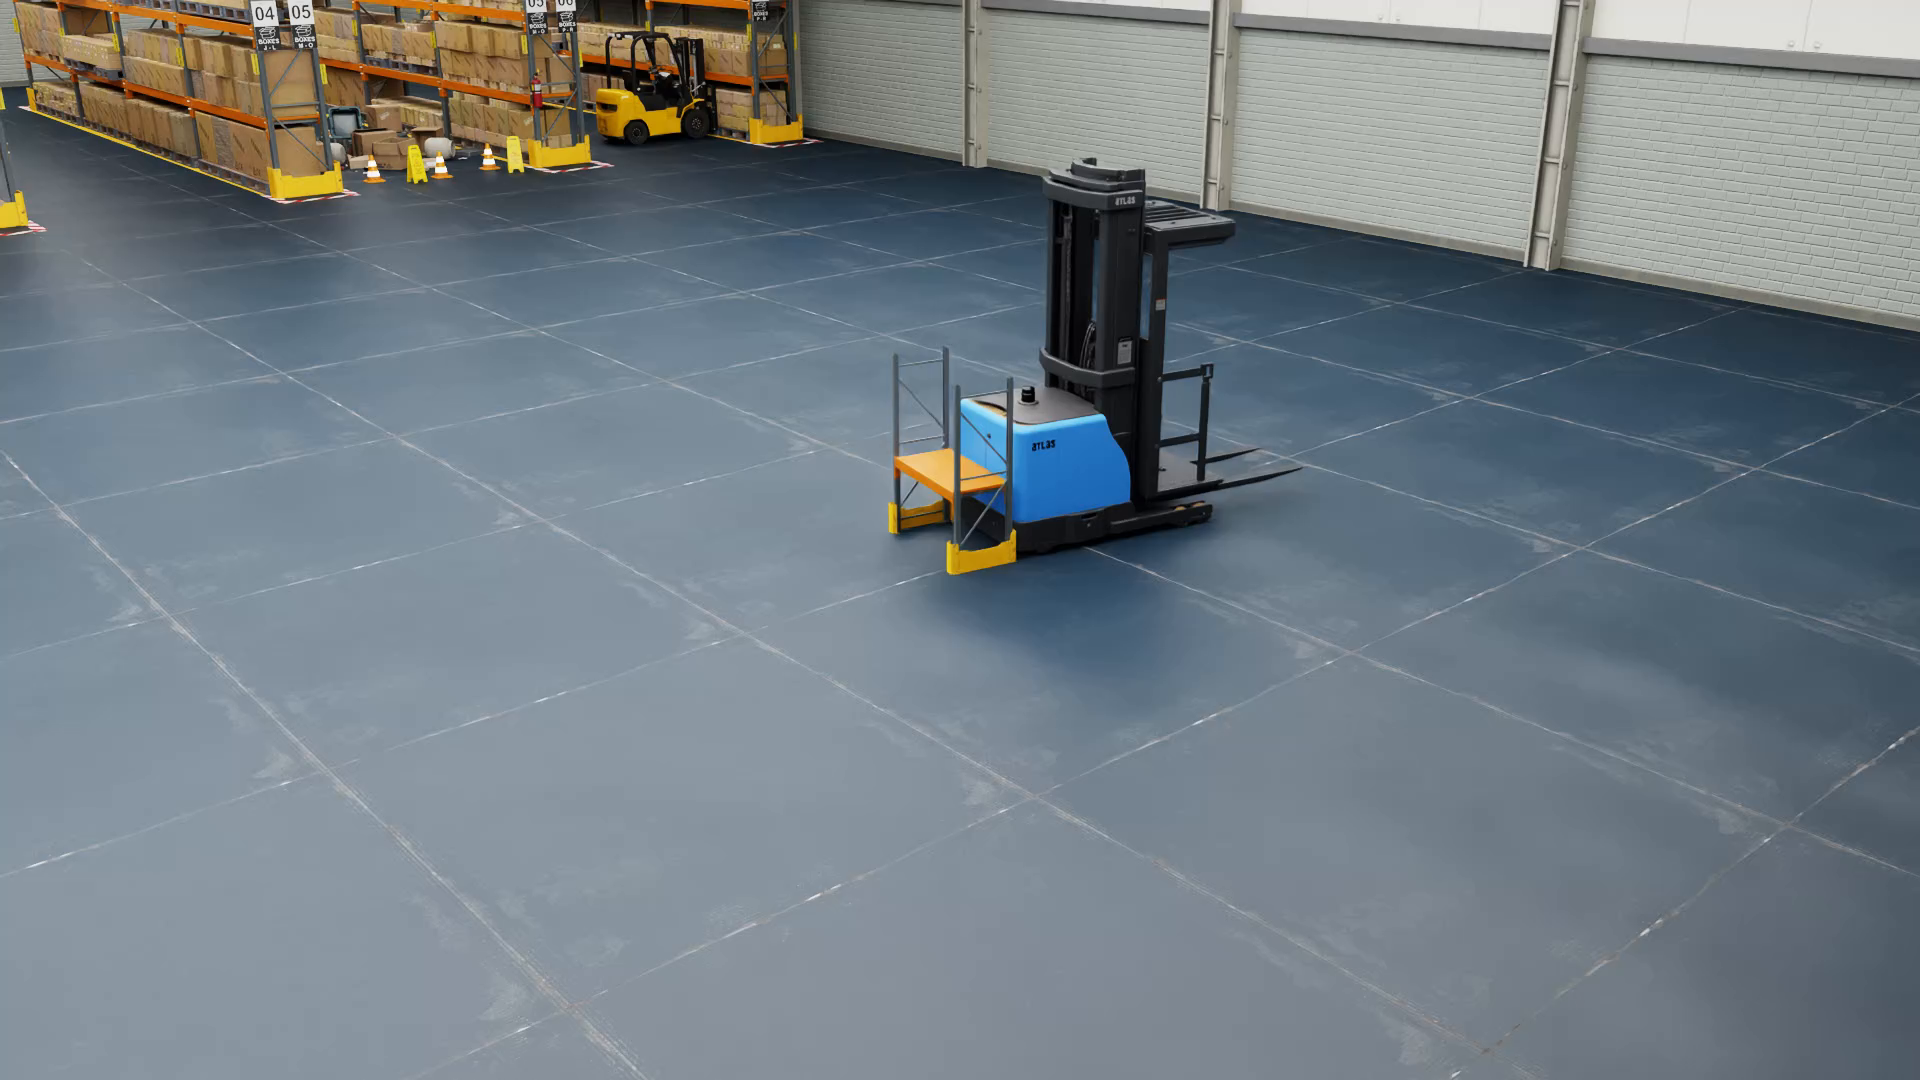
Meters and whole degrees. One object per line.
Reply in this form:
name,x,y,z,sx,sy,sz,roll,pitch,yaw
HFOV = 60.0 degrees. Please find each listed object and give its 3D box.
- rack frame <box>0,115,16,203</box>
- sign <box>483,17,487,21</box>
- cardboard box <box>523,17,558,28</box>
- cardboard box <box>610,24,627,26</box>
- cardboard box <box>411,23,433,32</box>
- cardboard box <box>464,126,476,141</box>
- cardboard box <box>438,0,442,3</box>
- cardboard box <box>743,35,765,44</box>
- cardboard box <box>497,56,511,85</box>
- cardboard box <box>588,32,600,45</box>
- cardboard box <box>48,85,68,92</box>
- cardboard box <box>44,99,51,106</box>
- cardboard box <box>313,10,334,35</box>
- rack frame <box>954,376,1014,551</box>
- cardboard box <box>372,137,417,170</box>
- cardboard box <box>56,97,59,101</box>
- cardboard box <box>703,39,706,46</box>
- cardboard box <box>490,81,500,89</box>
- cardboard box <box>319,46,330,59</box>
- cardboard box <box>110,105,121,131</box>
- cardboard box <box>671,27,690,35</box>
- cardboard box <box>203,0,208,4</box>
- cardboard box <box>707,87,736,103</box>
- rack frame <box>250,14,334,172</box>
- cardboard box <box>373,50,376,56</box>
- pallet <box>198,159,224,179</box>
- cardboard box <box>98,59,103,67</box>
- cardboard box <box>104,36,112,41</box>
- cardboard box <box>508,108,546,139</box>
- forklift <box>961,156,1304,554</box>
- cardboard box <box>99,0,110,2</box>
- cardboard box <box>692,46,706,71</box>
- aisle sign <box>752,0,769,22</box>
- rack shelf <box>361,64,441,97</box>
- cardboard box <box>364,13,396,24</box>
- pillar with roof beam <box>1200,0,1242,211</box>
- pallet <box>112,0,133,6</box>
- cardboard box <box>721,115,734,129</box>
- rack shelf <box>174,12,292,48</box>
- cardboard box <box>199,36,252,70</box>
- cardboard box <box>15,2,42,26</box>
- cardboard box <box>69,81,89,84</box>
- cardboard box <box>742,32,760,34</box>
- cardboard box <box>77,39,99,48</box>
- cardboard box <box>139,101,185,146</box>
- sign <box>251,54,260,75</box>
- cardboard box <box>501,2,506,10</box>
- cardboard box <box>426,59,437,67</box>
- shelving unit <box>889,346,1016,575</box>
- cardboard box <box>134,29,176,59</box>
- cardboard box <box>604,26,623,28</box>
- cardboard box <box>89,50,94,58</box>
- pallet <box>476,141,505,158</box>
rack frame,-15.119,-6.233,25.286,1.000,3.000,0.127,-17,27,-37
sign,-12.093,-13.362,42.300,0.100,0.325,0.005,-17,27,-37
cardboard box,-10.282,-12.636,40.915,0.797,0.503,0.637,-18,28,-39
cardboard box,-8.007,-12.019,39.030,0.380,0.149,0.250,-18,27,-38
cardboard box,-11.155,-10.641,34.530,0.380,0.149,0.250,-18,28,-39
cardboard box,-9.685,-8.241,33.605,0.500,0.250,0.500,-16,26,-34
cardboard box,-10.205,-10.831,33.257,0.380,0.149,0.250,-18,28,-38
cardboard box,-4.247,-10.311,34.262,0.380,0.149,0.250,-17,27,-37
cardboard box,-8.498,-9.001,31.808,0.500,0.500,0.500,-17,27,-37
cardboard box,-8.318,-11.680,38.712,0.500,0.250,0.500,-18,28,-39
cardboard box,-20.918,-10.451,38.571,0.380,0.149,0.250,-16,27,-35
cardboard box,-21.156,-10.237,38.842,0.380,0.149,0.250,-17,27,-37
cardboard box,-14.697,-11.957,38.391,0.500,0.500,0.500,-18,28,-39
rack frame,0.178,-0.485,12.664,0.500,1.500,0.032,-11,24,-27
cardboard box,-10.676,-7.313,31.465,0.637,0.503,0.797,3,22,9
cardboard box,-20.691,-10.259,38.490,0.380,0.149,0.250,-16,26,-35
cardboard box,-5.243,-10.592,35.387,0.380,0.149,0.250,-18,27,-38
cardboard box,-8.906,-8.865,32.348,0.380,0.149,0.250,-18,28,-38
cardboard box,-14.377,-11.225,38.237,0.500,0.250,0.500,-18,28,-38
cardboard box,-17.482,-8.892,34.925,0.500,0.500,0.500,-16,27,-35
cardboard box,-6.069,-11.090,36.250,0.380,0.149,0.250,-18,28,-38
cardboard box,-12.934,-9.411,28.918,0.380,0.149,0.250,-17,27,-37
cardboard box,-5.066,-9.486,35.413,0.500,0.250,0.500,-17,27,-37
rack frame,-11.296,-7.386,28.229,1.000,3.000,0.127,-17,27,-37
cardboard box,-12.604,-10.661,36.359,0.380,0.149,0.250,-20,29,-41
pallet,-13.470,-6.964,30.975,1.003,0.211,1.213,-17,27,-37
cardboard box,-17.517,-9.842,34.268,0.380,0.149,0.250,-17,27,-37
cardboard box,-18.204,-10.774,35.833,0.380,0.149,0.250,-18,27,-38
cardboard box,-8.332,-8.016,32.004,0.500,0.500,0.500,-17,27,-37
forklift,1.517,-1.630,13.626,3.031,2.935,1.130,-12,24,-27
cardboard box,-17.083,-11.137,33.555,0.500,0.500,0.500,-17,27,-37
cardboard box,-5.377,-10.318,35.579,0.500,0.500,0.500,-17,27,-37
aisle sign,-4.034,-10.898,33.630,0.394,0.787,0.004,-17,27,-37
rack shelf,-11.528,-9.915,35.673,1.077,0.370,4.000,-17,27,-37
cardboard box,-12.971,-11.509,37.248,0.500,0.500,0.500,-19,28,-39
pillar with roof beam,0.946,-8.635,23.192,9.100,9.000,0.400,-17,27,-37
pallet,-16.057,-10.740,32.938,1.213,0.211,1.003,-16,26,-35
cardboard box,-4.717,-8.885,35.249,0.500,0.250,0.500,-17,27,-37
rack shelf,-12.601,-9.000,29.224,1.077,0.370,4.000,-17,27,-37
cardboard box,-13.245,-8.830,30.228,0.875,0.550,0.550,-17,27,-37
cardboard box,-21.648,-12.270,38.783,0.500,0.500,0.500,-18,27,-38
cardboard box,-20.817,-10.742,39.313,0.380,0.149,0.250,-18,28,-39
cardboard box,-4.390,-10.628,35.071,0.380,0.149,0.250,-17,27,-37
cardboard box,-18.376,-10.482,35.086,0.380,0.149,0.250,-16,27,-36
cardboard box,-15.615,-8.314,33.107,1.050,0.750,0.750,-17,27,-37
sign,-11.716,-7.910,27.655,0.100,0.325,0.005,-17,27,-37
cardboard box,-8.392,-10.047,31.253,0.380,0.149,0.250,-16,27,-36
cardboard box,-10.768,-9.853,34.295,0.380,0.149,0.250,-17,27,-37
shelving unit,-0.072,-0.650,13.086,0.587,1.500,1.083,-11,24,-27
cardboard box,-15.901,-9.843,32.993,0.700,0.500,0.500,-18,28,-38
cardboard box,-7.998,-11.773,38.403,0.380,0.149,0.250,-17,27,-37
cardboard box,-17.858,-10.126,34.584,0.380,0.149,0.250,-18,27,-38
pallet,-8.957,-7.885,33.326,1.003,0.211,1.213,-17,27,-37
